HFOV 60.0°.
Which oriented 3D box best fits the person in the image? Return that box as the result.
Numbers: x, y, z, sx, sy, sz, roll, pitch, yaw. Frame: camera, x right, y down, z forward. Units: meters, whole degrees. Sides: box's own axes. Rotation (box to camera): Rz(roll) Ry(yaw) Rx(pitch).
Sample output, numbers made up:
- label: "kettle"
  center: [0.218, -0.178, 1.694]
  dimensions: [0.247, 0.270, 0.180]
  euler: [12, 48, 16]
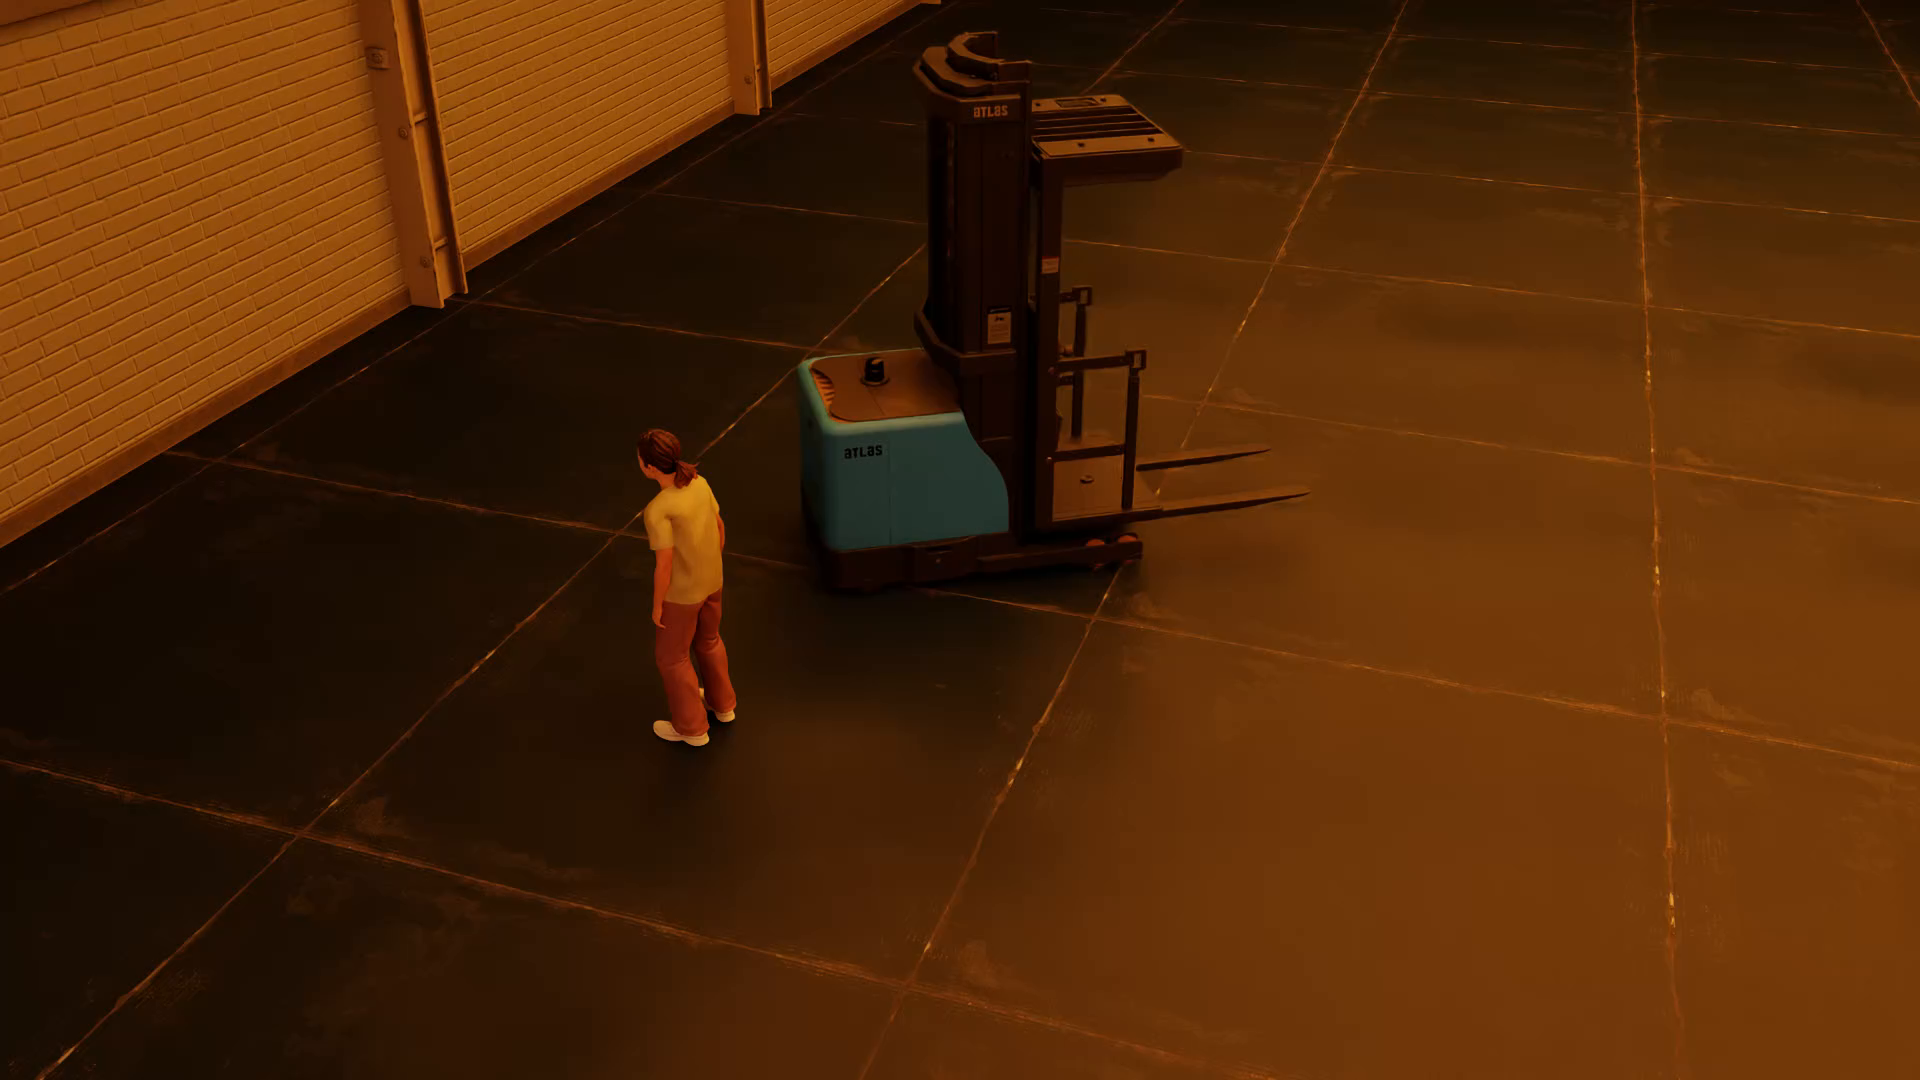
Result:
- label: "person"
  center: [-1.328, 0.230, 8.007]
  dimensions: [0.360, 1.671, 0.507]
  euler: [16, 34, 26]

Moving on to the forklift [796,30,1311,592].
- label: "forklift"
  center: [0.597, -1.355, 9.513]
  dimensions: [3.031, 2.935, 1.130]
  euler: [-7, 30, -12]
